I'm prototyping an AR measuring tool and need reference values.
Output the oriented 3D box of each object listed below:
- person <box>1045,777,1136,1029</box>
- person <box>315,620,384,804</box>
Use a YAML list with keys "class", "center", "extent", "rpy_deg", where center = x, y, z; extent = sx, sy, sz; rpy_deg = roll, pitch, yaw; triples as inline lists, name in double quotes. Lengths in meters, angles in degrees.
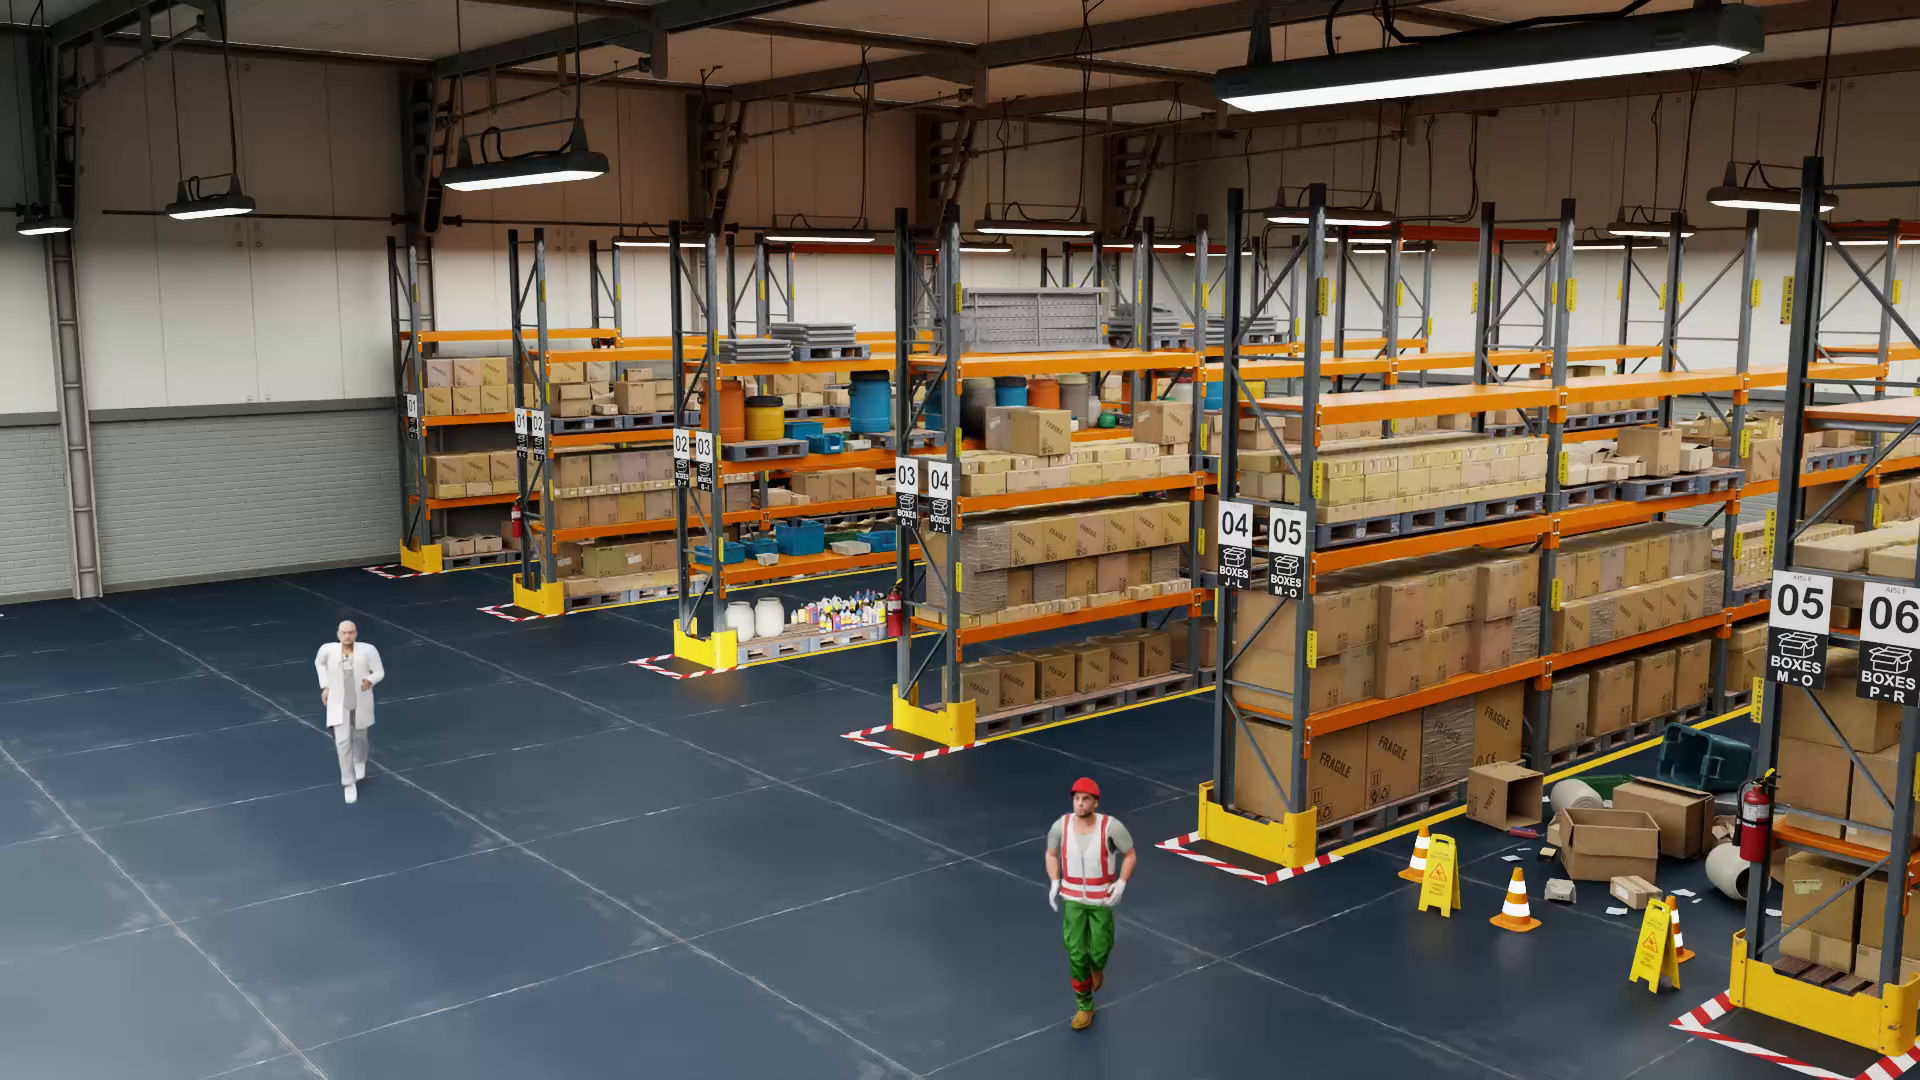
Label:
- class: "person"
  center: [0.910, 2.521, 11.755]
  extent: [0.652, 1.755, 0.603]
  rpy_deg: [2, 9, 14]
- class: "person"
  center: [-6.223, 1.689, 17.017]
  extent: [0.649, 1.805, 1.025]
  rpy_deg: [-3, 9, -22]
